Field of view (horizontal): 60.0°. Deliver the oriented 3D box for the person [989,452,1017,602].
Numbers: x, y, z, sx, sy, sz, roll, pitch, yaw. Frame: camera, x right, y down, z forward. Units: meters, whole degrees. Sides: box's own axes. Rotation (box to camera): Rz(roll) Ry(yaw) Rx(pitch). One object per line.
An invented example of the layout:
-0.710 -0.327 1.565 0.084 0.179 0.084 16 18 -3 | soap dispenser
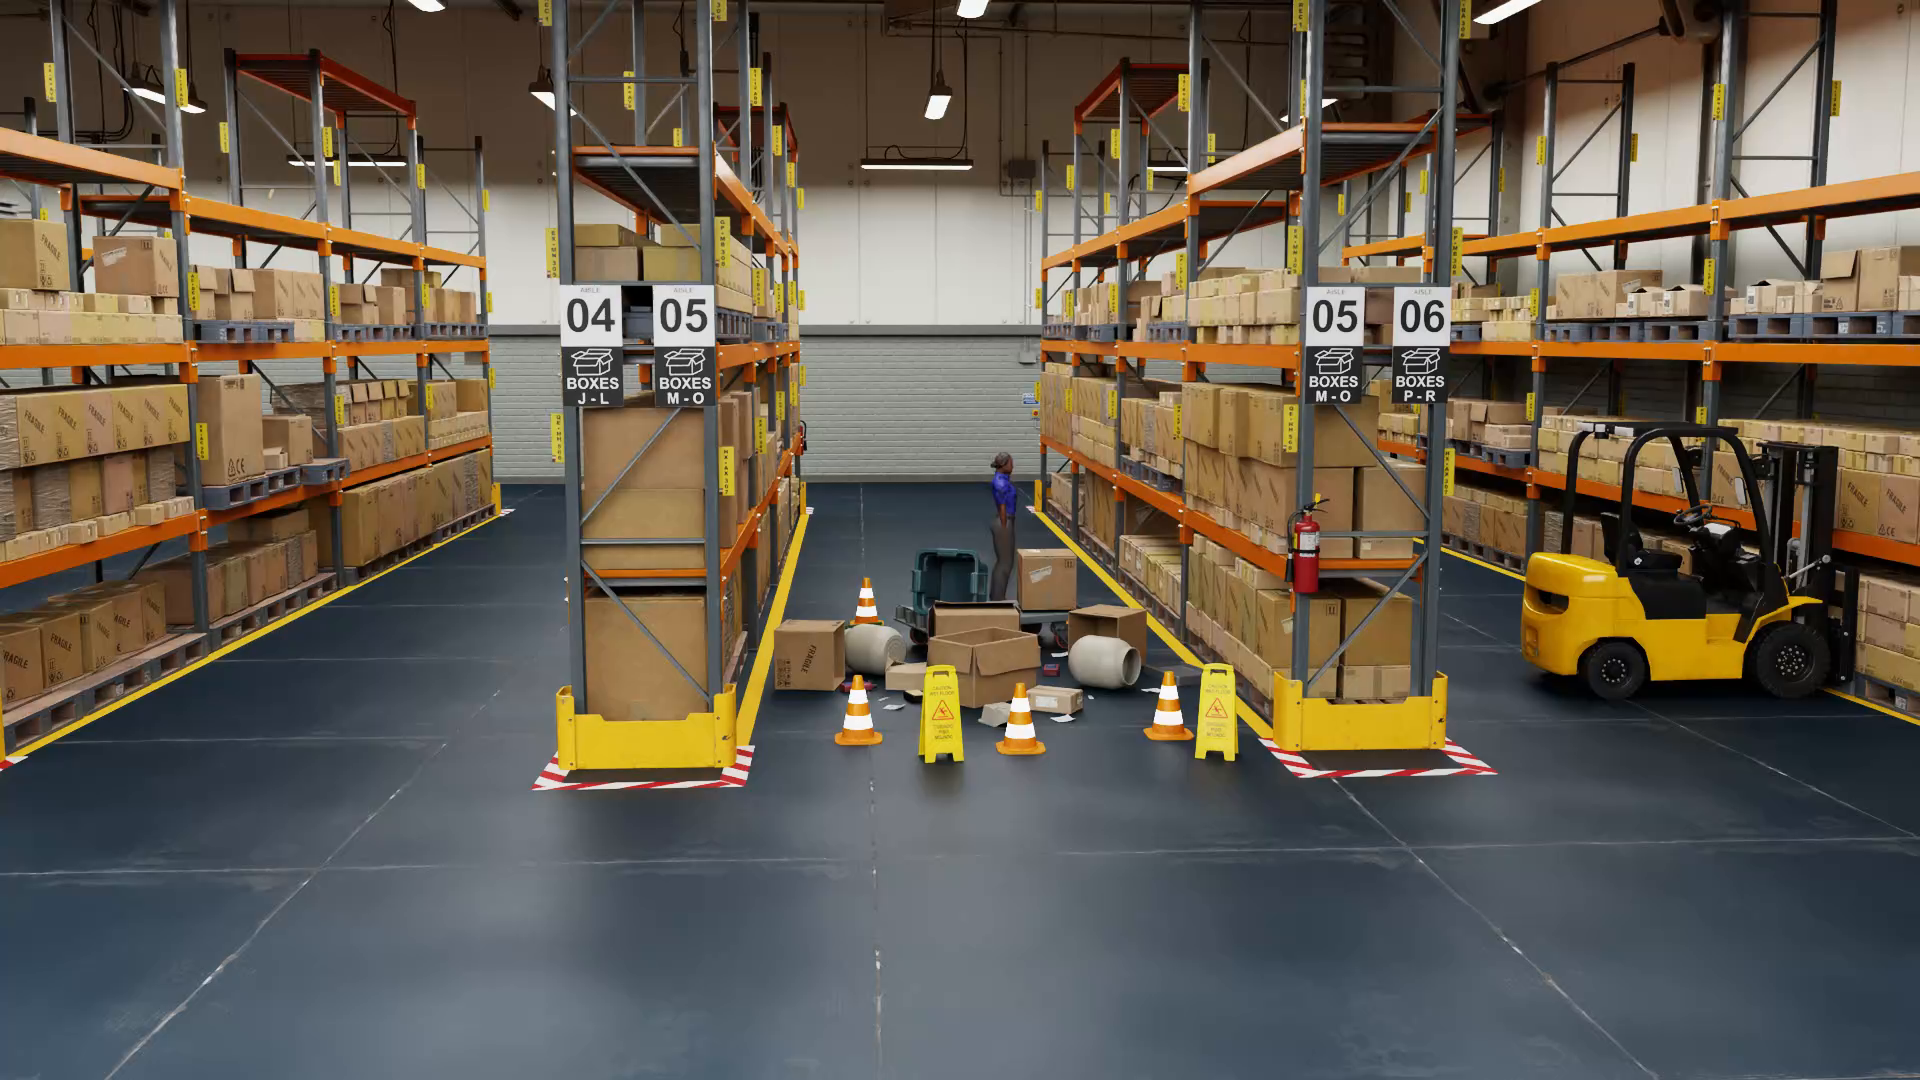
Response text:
0.466 -0.114 17.729 0.299 1.656 0.438 0 7 -2 | person
